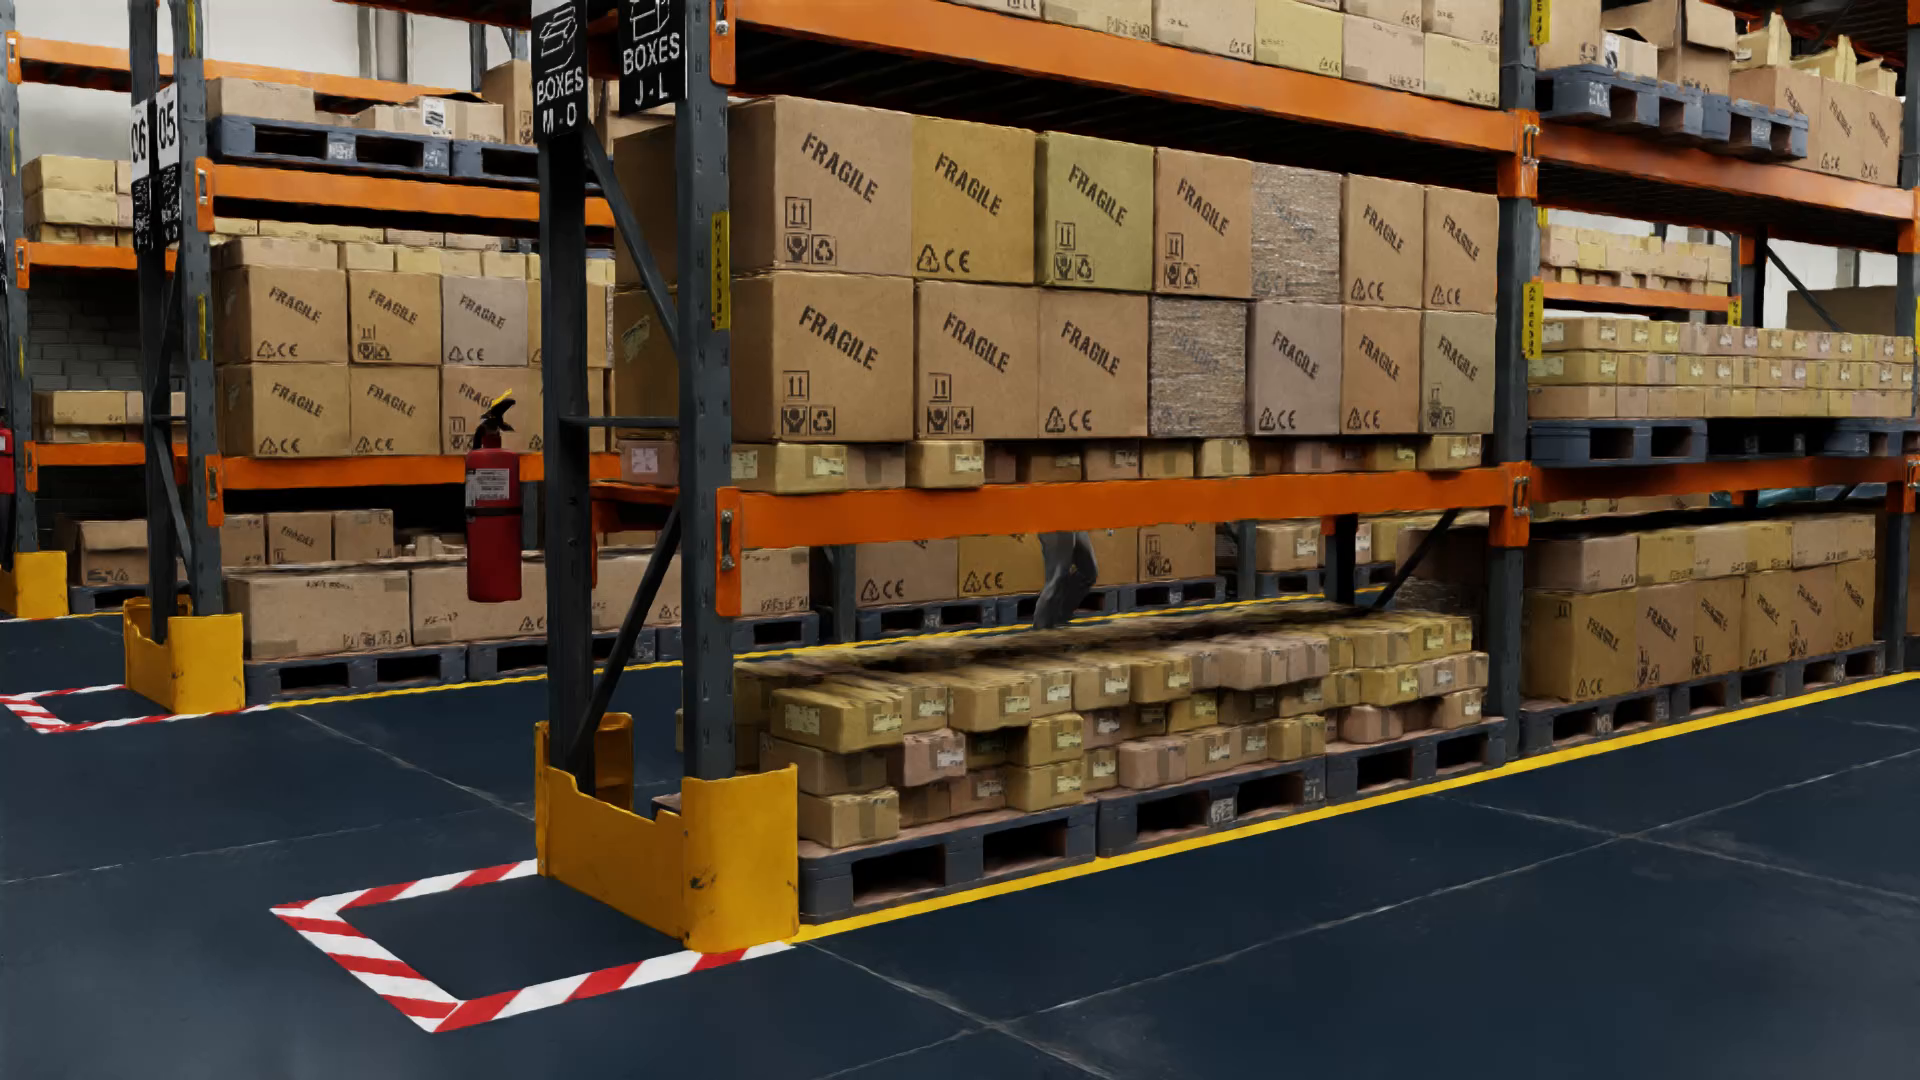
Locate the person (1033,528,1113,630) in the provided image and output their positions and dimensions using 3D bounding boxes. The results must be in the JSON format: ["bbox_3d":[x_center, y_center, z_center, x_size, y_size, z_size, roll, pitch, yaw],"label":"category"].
[{"bbox_3d":[0.680,-0.095,10.214,0.488,1.669,0.674,0,4,-2],"label":"person"}]
